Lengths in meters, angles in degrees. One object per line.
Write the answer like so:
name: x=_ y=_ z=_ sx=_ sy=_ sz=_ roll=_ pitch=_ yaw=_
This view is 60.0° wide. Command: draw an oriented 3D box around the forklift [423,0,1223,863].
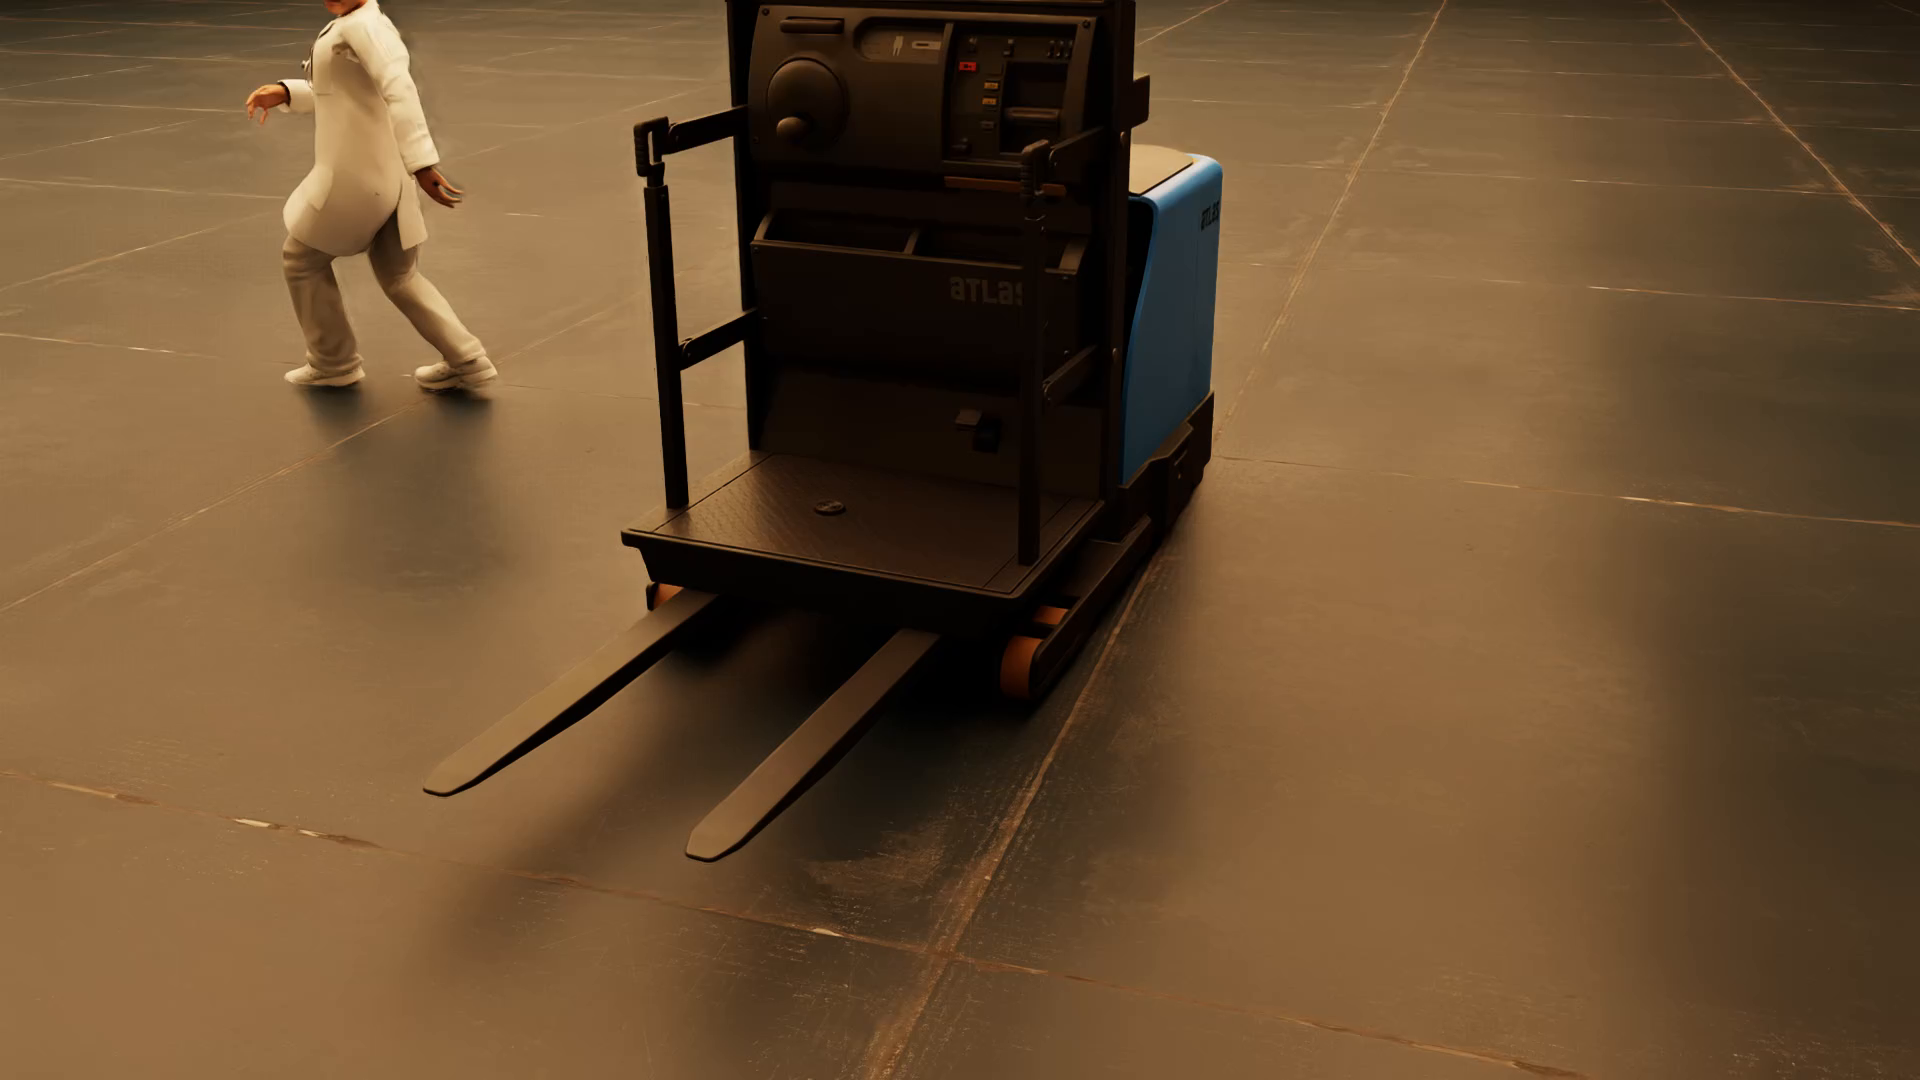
forklift: x=-0.189 y=-1.134 z=4.027 sx=1.130 sy=2.935 sz=3.031 roll=9 pitch=24 yaw=21

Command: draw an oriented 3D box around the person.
person: x=-2.246 y=-1.353 z=6.237 sx=1.007 sy=1.706 sz=0.607 roll=5 pitch=23 yaw=12
